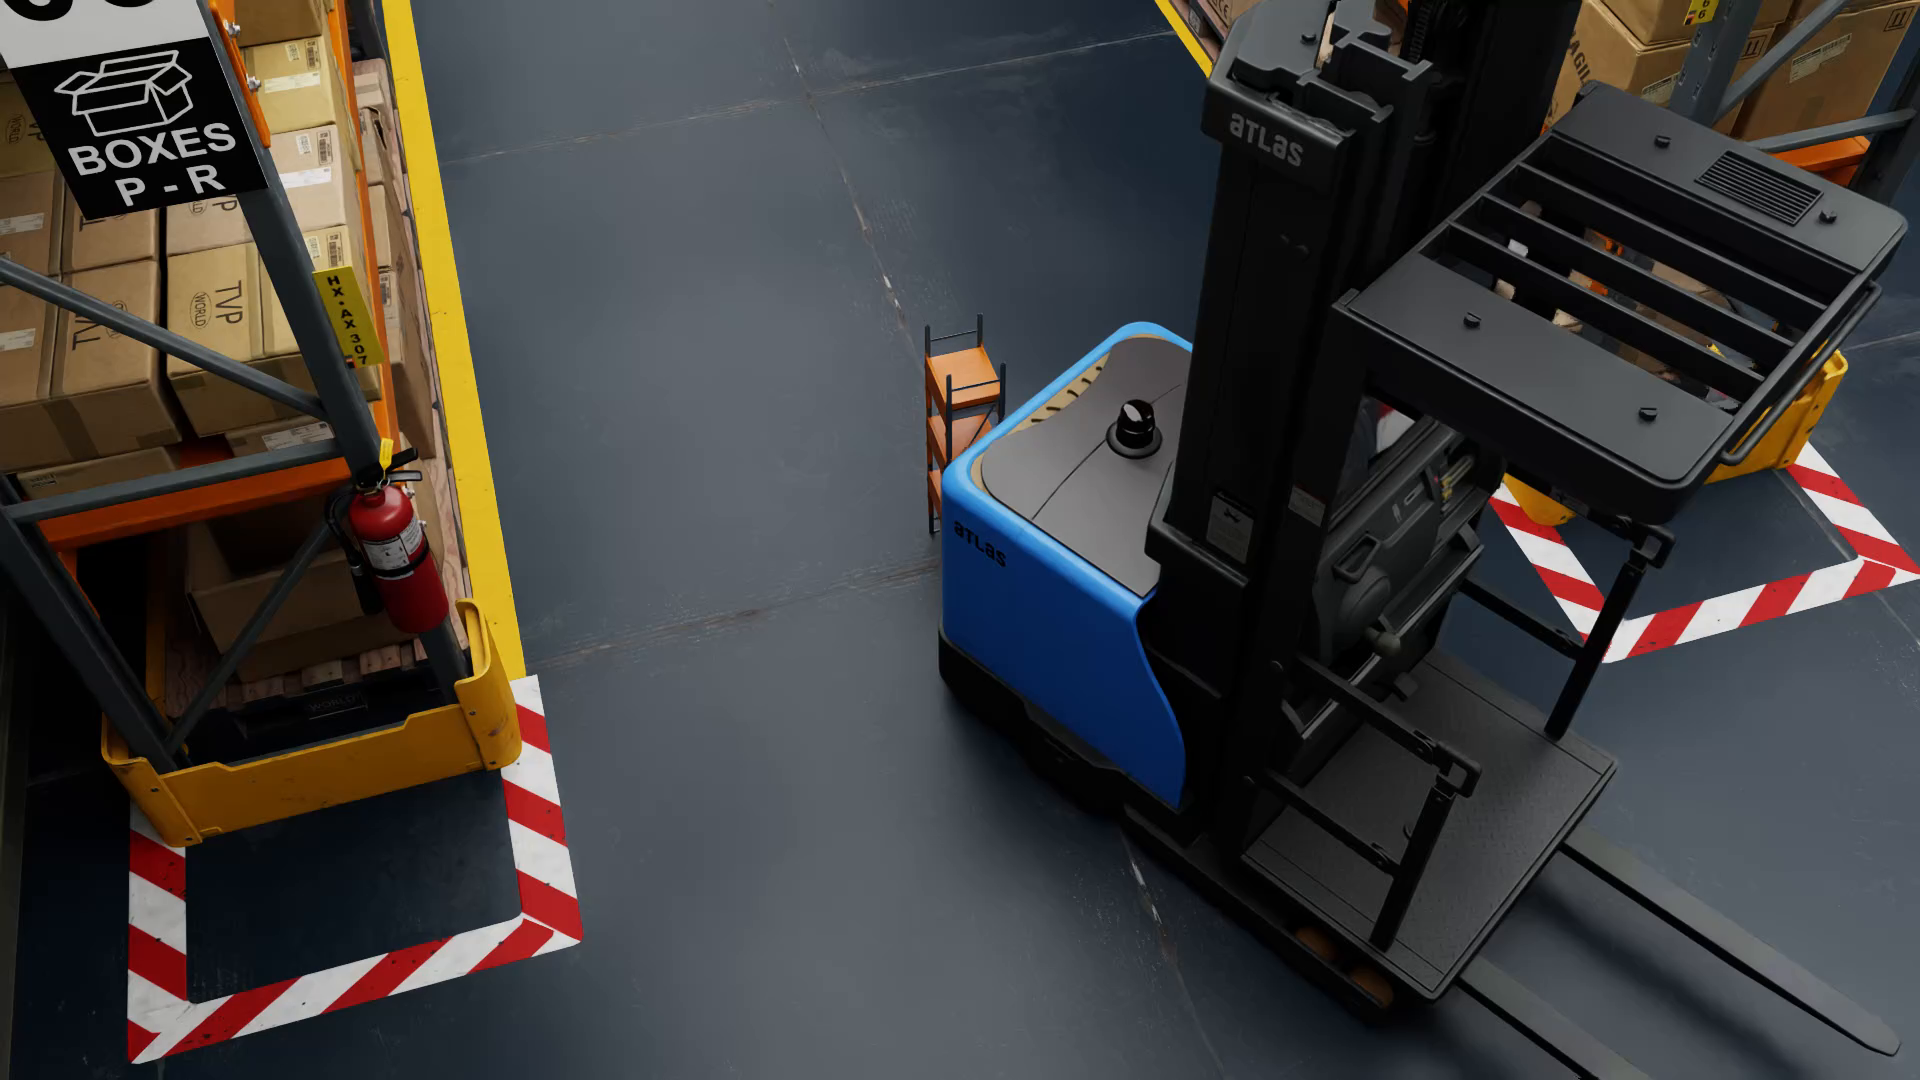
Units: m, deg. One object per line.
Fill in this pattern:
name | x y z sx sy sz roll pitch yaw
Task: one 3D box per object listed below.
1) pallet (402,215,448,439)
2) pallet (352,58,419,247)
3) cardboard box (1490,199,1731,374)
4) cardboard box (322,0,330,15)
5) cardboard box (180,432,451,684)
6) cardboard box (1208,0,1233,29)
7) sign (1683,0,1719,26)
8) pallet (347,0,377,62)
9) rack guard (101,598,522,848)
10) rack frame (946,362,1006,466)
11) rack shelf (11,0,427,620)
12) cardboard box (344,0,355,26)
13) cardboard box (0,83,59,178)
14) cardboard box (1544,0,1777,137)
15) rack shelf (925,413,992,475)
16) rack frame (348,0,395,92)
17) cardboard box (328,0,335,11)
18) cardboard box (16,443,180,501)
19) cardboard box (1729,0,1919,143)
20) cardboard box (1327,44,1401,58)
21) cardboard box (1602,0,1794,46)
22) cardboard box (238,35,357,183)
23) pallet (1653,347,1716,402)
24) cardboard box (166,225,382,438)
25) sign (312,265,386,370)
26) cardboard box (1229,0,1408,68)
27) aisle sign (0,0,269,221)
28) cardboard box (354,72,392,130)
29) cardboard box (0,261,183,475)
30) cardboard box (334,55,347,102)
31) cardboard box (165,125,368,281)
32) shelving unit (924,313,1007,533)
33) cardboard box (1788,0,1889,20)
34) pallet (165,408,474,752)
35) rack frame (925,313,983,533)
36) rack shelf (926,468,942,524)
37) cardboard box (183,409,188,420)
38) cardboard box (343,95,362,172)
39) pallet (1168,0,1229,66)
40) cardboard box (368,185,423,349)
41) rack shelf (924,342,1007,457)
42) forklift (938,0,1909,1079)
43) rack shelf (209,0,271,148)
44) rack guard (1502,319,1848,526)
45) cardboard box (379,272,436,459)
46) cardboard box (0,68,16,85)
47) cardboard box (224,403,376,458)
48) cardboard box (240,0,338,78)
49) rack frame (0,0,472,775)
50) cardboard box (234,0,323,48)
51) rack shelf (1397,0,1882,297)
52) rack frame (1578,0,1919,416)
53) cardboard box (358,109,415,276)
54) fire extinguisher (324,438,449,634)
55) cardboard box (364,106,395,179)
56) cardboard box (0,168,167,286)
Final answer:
pallet | -2.675 -0.784 6.773 1.003 0.211 1.213 -13 51 -11
pallet | -3.039 -1.676 7.525 1.003 0.211 1.213 -13 51 -11
cardboard box | 2.391 -1.049 6.574 0.875 0.438 0.875 -15 51 -12
cardboard box | -2.561 -2.078 5.943 0.500 0.250 0.500 -14 51 -11
cardboard box | -2.149 0.046 5.608 0.797 0.503 0.637 -15 52 -12
cardboard box | 1.582 -3.029 8.242 0.875 0.438 0.875 -14 51 -12
sign | 2.160 -1.617 4.739 0.100 0.325 0.005 -13 51 -11
pallet | -3.518 -2.764 8.442 1.003 0.211 1.213 -13 51 -11
rack guard | -2.081 0.595 5.422 1.175 0.500 0.348 -13 51 -11
rack frame | 0.052 -0.210 5.741 0.200 1.050 0.008 -13 51 -11
rack shelf | -2.650 -1.384 5.926 1.077 0.370 4.000 -13 51 -11
cardboard box | -3.170 -2.811 8.018 0.500 0.500 0.500 -11 51 -9
cardboard box | -2.741 -1.218 5.219 0.500 0.250 0.500 -12 51 -10
cardboard box | 2.287 -1.605 5.576 0.500 0.500 0.500 -13 51 -11
rack shelf | 0.016 -0.292 5.824 0.215 0.259 0.240 -13 51 -11
rack frame | -3.241 -3.077 6.882 1.000 3.000 0.127 -13 51 -11
cardboard box | -2.554 -2.073 6.200 0.380 0.149 0.250 -14 51 -12
cardboard box | -2.413 -0.256 4.668 0.380 0.149 0.250 -14 51 -11
cardboard box | 2.814 -1.728 5.680 0.500 0.500 0.500 -14 51 -11
cardboard box | 2.113 -1.716 7.136 0.875 0.438 0.875 -12 51 -10
cardboard box | 2.312 -1.933 5.198 0.500 0.500 0.500 -12 51 -10
cardboard box | -2.238 -1.333 5.315 0.500 0.250 0.500 -14 51 -12
pallet | 2.371 -0.948 6.911 1.003 0.211 1.213 -13 51 -11
cardboard box | -1.935 -0.595 4.693 0.500 0.250 0.500 -13 51 -11
sign | -1.540 -0.557 4.192 0.100 0.325 0.005 -13 51 -11
cardboard box | 1.848 -2.375 7.691 0.875 0.438 0.875 -15 51 -12
aisle sign | -1.758 -1.010 3.439 0.394 0.787 0.004 -13 51 -11
cardboard box | -2.796 -1.953 7.524 0.380 0.149 0.250 -15 51 -12
cardboard box | -2.448 -0.479 4.595 0.500 0.250 0.500 -12 51 -10
cardboard box | -2.325 -1.516 5.731 0.380 0.149 0.250 -12 51 -10
cardboard box | -2.085 -0.963 5.004 0.500 0.250 0.500 -13 51 -11
shelving unit | 0.016 -0.299 5.816 0.215 1.050 0.252 -13 51 -11
cardboard box | 2.812 -2.050 5.297 0.500 0.500 0.500 -14 51 -12
pallet | -2.318 0.106 6.023 1.003 0.211 1.213 -13 51 -11
rack frame | -0.020 -0.388 5.891 0.200 1.050 0.008 -13 51 -11
rack shelf | 0.016 -0.113 6.036 0.215 0.259 0.240 -13 51 -11
cardboard box | -2.429 -0.455 4.836 0.380 0.149 0.250 -12 51 -10
cardboard box | -2.227 -1.329 5.573 0.380 0.149 0.250 -15 51 -12
pallet | 1.649 -2.730 8.413 1.003 0.211 1.213 -13 51 -11
cardboard box | -2.425 -0.995 6.487 0.500 0.500 0.500 -12 51 -10
rack shelf | 0.016 -0.475 5.607 0.215 0.259 0.240 -13 51 -11
forklift | 1.351 0.037 4.302 3.031 2.935 1.130 35 58 26
rack shelf | -2.650 -2.351 4.779 1.077 0.370 4.000 -13 51 -11
rack guard | 2.689 -0.457 6.308 1.175 0.500 0.348 -13 51 -11
cardboard box | -2.365 -0.586 6.143 0.700 0.500 0.500 -11 51 -9
cardboard box | -2.896 -1.600 5.541 0.500 0.250 0.500 -13 51 -11
cardboard box | -1.894 -0.377 4.770 0.380 0.149 0.250 -14 51 -11
cardboard box | -2.409 -1.702 5.626 0.500 0.250 0.500 -15 51 -12
rack frame | -2.059 -0.155 4.419 1.000 3.000 0.127 -13 51 -11
cardboard box | -2.379 -1.932 5.330 0.500 0.500 0.500 -12 51 -10
rack shelf | 2.091 -2.509 6.874 1.077 0.370 4.000 -13 51 -11
rack frame | 2.682 -1.280 5.368 1.000 3.000 0.127 -13 51 -11
cardboard box | -2.672 -1.345 6.782 0.700 0.500 0.500 -15 52 -12
fire extinguisher | -1.574 -0.007 4.589 0.296 0.674 0.183 -13 51 -11
cardboard box | -2.691 -1.730 7.260 0.396 0.266 0.258 -12 51 -10
cardboard box | -2.599 -0.856 4.913 0.500 0.250 0.500 -13 51 -11
